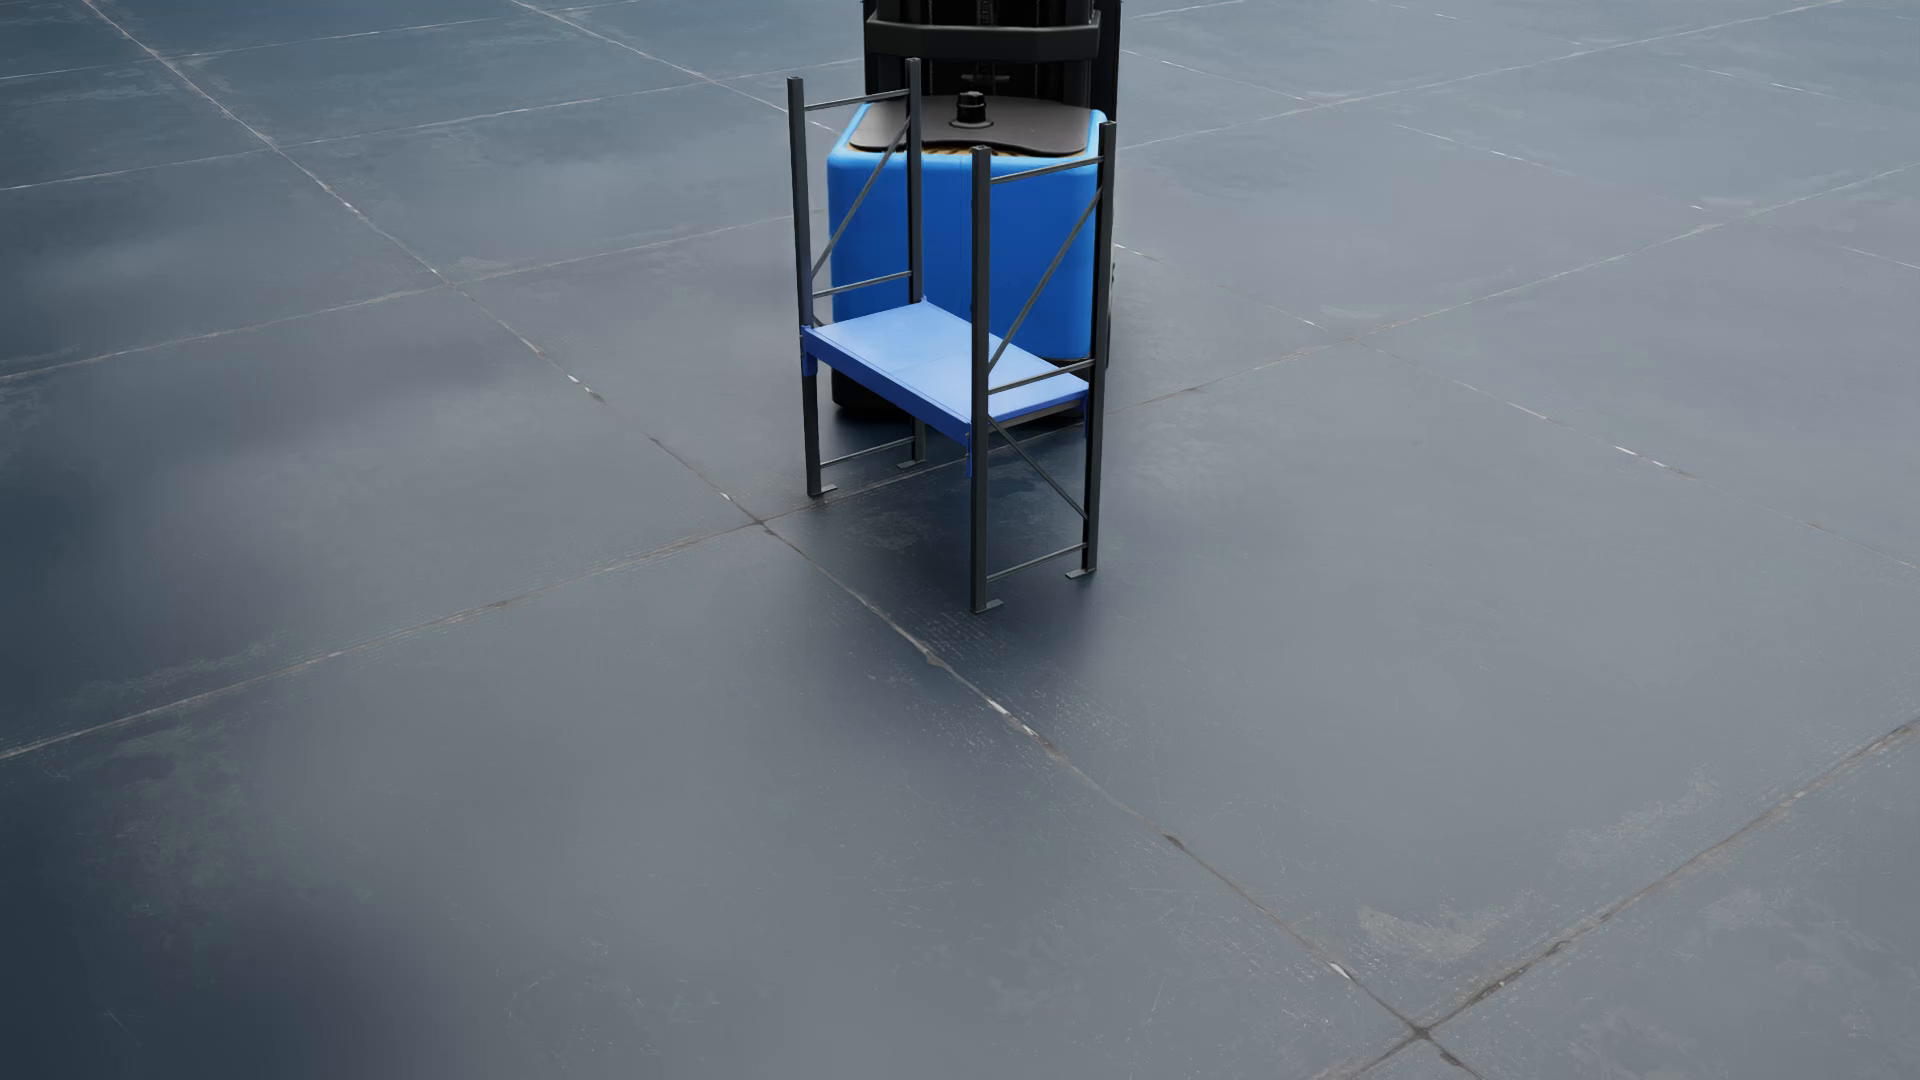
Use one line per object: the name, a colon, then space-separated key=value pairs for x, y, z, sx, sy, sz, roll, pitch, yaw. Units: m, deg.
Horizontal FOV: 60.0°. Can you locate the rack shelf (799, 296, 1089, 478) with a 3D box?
rack shelf: x=-0.049 y=-0.534 z=5.539 sx=0.538 sy=0.185 sz=1.000 roll=-19 pitch=34 yaw=-31

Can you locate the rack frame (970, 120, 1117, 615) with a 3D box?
rack frame: x=0.245 y=-0.495 z=5.089 sx=0.500 sy=1.500 sz=0.032 roll=-19 pitch=34 yaw=-31

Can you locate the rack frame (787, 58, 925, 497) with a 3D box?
rack frame: x=-0.344 y=-0.890 z=5.817 sx=0.500 sy=1.500 sz=0.032 roll=-19 pitch=34 yaw=-31

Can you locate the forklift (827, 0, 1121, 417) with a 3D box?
forklift: x=0.161 y=-2.442 z=7.175 sx=1.130 sy=2.935 sz=3.031 roll=3 pitch=29 yaw=5

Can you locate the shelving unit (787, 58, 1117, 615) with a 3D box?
shelving unit: x=-0.049 y=-0.692 z=5.453 sx=0.538 sy=1.500 sz=1.048 roll=-19 pitch=34 yaw=-31
